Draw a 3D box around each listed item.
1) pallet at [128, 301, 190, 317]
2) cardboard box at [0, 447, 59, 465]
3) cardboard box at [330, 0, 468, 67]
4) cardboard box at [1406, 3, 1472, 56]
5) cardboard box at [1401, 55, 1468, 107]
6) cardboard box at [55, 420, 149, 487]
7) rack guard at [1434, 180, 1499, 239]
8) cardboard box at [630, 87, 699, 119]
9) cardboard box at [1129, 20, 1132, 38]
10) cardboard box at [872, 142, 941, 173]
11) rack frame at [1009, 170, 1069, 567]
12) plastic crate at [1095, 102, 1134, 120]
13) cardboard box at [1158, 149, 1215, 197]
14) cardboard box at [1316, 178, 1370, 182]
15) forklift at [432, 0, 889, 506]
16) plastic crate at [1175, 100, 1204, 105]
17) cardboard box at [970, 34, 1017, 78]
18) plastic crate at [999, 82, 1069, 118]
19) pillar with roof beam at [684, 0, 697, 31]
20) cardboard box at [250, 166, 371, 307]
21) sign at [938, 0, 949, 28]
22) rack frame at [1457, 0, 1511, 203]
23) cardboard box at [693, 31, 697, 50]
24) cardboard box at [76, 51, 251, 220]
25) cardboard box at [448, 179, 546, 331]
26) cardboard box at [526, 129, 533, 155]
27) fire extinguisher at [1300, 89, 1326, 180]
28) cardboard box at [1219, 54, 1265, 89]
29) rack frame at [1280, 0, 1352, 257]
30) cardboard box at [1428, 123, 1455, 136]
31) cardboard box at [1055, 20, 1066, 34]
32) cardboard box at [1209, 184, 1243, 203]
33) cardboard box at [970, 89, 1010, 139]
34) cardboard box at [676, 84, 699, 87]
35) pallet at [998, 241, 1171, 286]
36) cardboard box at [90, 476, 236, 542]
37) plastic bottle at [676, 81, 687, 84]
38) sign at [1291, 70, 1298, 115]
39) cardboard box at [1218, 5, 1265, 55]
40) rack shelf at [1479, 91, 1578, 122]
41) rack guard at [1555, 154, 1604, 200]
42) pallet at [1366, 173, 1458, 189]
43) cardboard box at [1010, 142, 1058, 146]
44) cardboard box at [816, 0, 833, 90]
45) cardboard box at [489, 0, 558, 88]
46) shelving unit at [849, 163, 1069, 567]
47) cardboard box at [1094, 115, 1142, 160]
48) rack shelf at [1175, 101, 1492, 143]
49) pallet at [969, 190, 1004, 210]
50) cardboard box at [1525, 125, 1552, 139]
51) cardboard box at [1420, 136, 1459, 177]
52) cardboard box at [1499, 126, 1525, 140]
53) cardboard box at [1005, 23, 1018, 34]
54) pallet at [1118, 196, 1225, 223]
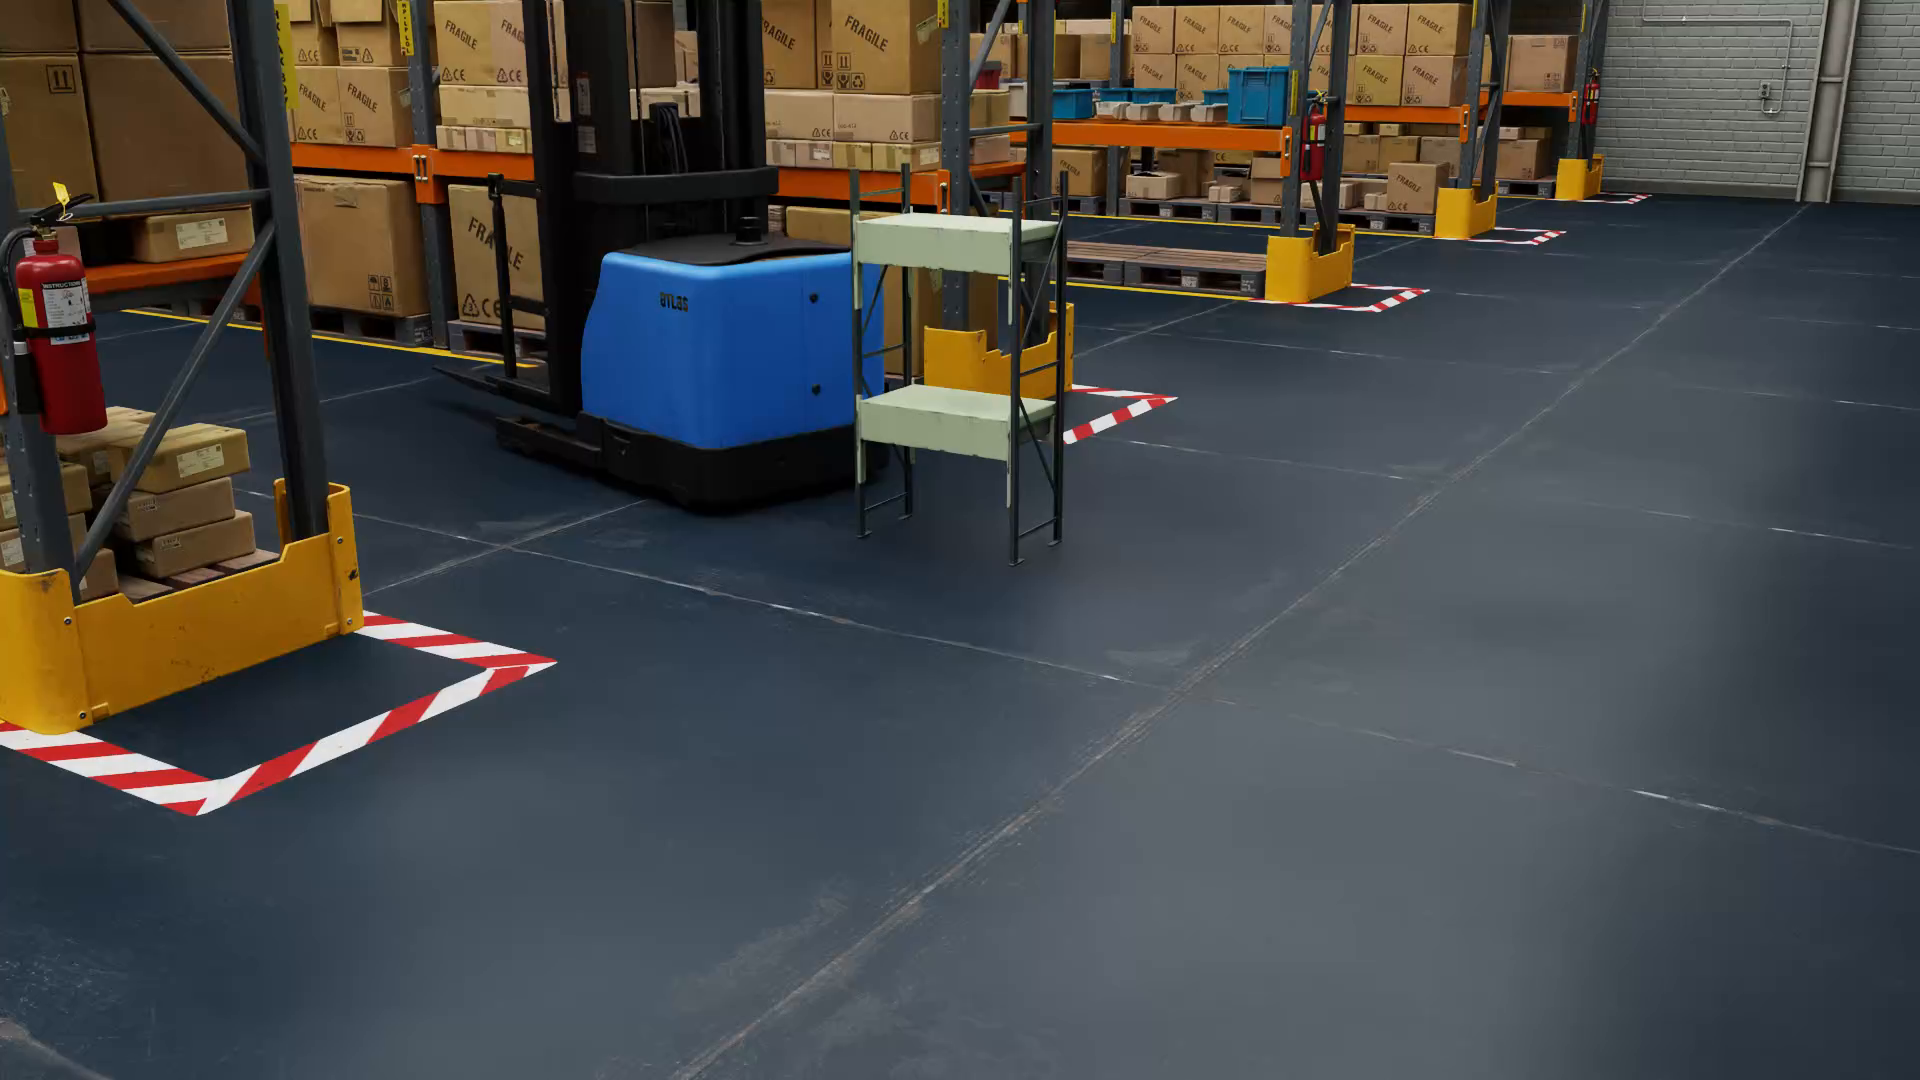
[{"bbox_3d":[-5.971,-1.961,12.975,1.213,0.211,1.003,10,20,30],"label":"pallet"},{"bbox_3d":[-3.236,-0.196,5.525,0.250,0.149,0.380,11,20,31],"label":"cardboard box"},{"bbox_3d":[-3.744,-3.449,11.176,0.637,0.503,0.797,10,19,29],"label":"cardboard box"},{"bbox_3d":[4.878,-5.196,16.934,0.500,0.500,0.500,10,20,30],"label":"cardboard box"},{"bbox_3d":[4.877,-4.719,17.083,0.500,0.500,0.500,11,20,32],"label":"cardboard box"},{"bbox_3d":[-3.035,-0.302,5.873,0.250,0.149,0.380,11,20,31],"label":"cardboard box"},{"bbox_3d":[5.336,-3.486,17.497,0.348,0.500,1.175,10,20,30],"label":"rack guard"},{"bbox_3d":[-1.650,-2.529,9.792,0.500,0.250,0.500,10,20,30],"label":"cardboard box"},{"bbox_3d":[2.750,-7.308,23.769,0.500,0.250,0.500,10,19,29],"label":"cardboard box"},{"bbox_3d":[-0.263,-2.070,8.967,0.250,0.149,0.380,11,20,31],"label":"cardboard box"},{"bbox_3d":[0.306,-0.663,6.483,0.023,1.500,0.400,10,20,30],"label":"rack frame"},{"bbox_3d":[1.264,-3.550,13.759,0.250,0.136,0.298,10,20,30],"label":"plastic crate"},{"bbox_3d":[2.626,-4.277,19.344,0.500,0.500,0.500,10,20,30],"label":"cardboard box"},{"bbox_3d":[4.234,-3.870,18.435,0.500,0.250,0.500,10,20,30],"label":"cardboard box"},{"bbox_3d":[-1.695,-1.905,8.111,1.130,2.935,3.031,-15,22,-40],"label":"forklift"},{"bbox_3d":[1.959,-3.638,14.048,0.298,0.136,0.250,10,20,30],"label":"plastic crate"},{"bbox_3d":[0.454,-5.781,19.857,0.500,0.500,0.700,5,18,16],"label":"cardboard box"},{"bbox_3d":[0.602,-3.747,14.155,0.530,0.282,0.437,10,20,30],"label":"plastic crate"},{"bbox_3d":[-6.848,-10.244,25.121,0.400,9.000,9.100,10,20,30],"label":"pillar with roof beam"},{"bbox_3d":[-4.513,-2.238,12.022,0.875,0.875,1.225,9,19,28],"label":"cardboard box"},{"bbox_3d":[-0.083,-2.753,8.382,0.005,0.325,0.100,10,20,30],"label":"sign"},{"bbox_3d":[5.401,-4.670,17.095,0.127,3.000,1.000,10,20,30],"label":"rack frame"},{"bbox_3d":[-4.095,-8.248,27.806,0.500,0.500,0.500,11,20,32],"label":"cardboard box"},{"bbox_3d":[-2.707,-1.331,5.419,0.500,0.500,0.500,11,20,33],"label":"cardboard box"},{"bbox_3d":[-2.675,-1.890,10.875,0.875,0.875,0.875,10,20,30],"label":"cardboard box"},{"bbox_3d":[-2.444,-2.459,10.247,0.250,0.149,0.380,10,19,29],"label":"cardboard box"},{"bbox_3d":[2.696,-3.093,12.678,0.183,0.674,0.296,10,20,30],"label":"fire extinguisher"},{"bbox_3d":[3.147,-5.028,18.100,0.500,0.500,0.500,10,20,30],"label":"cardboard box"},{"bbox_3d":[2.805,-3.444,13.059,0.127,3.000,1.000,10,20,30],"label":"rack frame"},{"bbox_3d":[6.471,-5.518,22.347,0.250,0.149,0.380,10,20,31],"label":"cardboard box"},{"bbox_3d":[1.449,-7.536,24.521,0.500,0.250,0.500,11,20,31],"label":"cardboard box"},{"bbox_3d":[2.979,-3.887,18.635,0.250,0.166,0.380,10,20,30],"label":"cardboard box"},{"bbox_3d":[-0.055,-2.428,9.459,0.500,0.250,0.500,10,19,29],"label":"cardboard box"},{"bbox_3d":[-1.804,-2.739,10.482,0.500,0.250,0.500,11,20,31],"label":"cardboard box"},{"bbox_3d":[1.087,-2.431,14.520,1.213,0.211,1.003,10,20,30],"label":"pallet"},{"bbox_3d":[-2.781,-0.127,5.809,0.250,0.149,0.380,11,20,32],"label":"cardboard box"},{"bbox_3d":[-2.630,-4.245,15.908,0.135,0.276,0.152,10,20,30],"label":"plastic bottle"},{"bbox_3d":[2.531,-3.383,12.578,0.005,0.325,0.100,10,20,30],"label":"sign"},{"bbox_3d":[3.124,-5.507,17.957,0.500,0.500,0.500,9,19,28],"label":"cardboard box"},{"bbox_3d":[6.286,-5.858,22.242,4.000,0.370,1.077,10,20,30],"label":"rack shelf"},{"bbox_3d":[8.010,-4.698,21.487,0.348,0.500,1.175,10,20,30],"label":"rack guard"},{"bbox_3d":[6.232,-4.852,22.490,1.213,0.211,1.003,10,20,30],"label":"pallet"},{"bbox_3d":[0.855,-4.938,20.230,0.500,0.250,0.500,10,20,30],"label":"cardboard box"},{"bbox_3d":[-0.481,-2.863,9.601,0.500,0.500,0.500,10,19,29],"label":"cardboard box"},{"bbox_3d":[-2.505,-3.042,10.192,0.500,0.500,0.500,10,20,30],"label":"cardboard box"},{"bbox_3d":[-0.006,-0.719,6.667,0.755,1.500,0.431,10,20,30],"label":"shelving unit"},{"bbox_3d":[2.474,-6.008,24.475,0.750,0.750,0.750,10,20,30],"label":"cardboard box"},{"bbox_3d":[3.696,-4.630,18.201,4.000,0.370,1.077,10,20,30],"label":"rack shelf"},{"bbox_3d":[0.236,-4.244,20.490,1.213,0.211,1.003,10,20,30],"label":"pallet"},{"bbox_3d":[7.552,-5.325,21.714,0.250,0.149,0.380,10,20,30],"label":"cardboard box"},{"bbox_3d":[6.486,-5.137,22.209,0.500,0.500,0.700,9,19,28],"label":"cardboard box"},{"bbox_3d":[7.136,-5.269,21.529,0.250,0.149,0.380,10,19,29],"label":"cardboard box"},{"bbox_3d":[0.863,-7.728,25.118,0.250,0.149,0.380,7,18,23],"label":"cardboard box"},{"bbox_3d":[2.577,-3.840,19.159,1.213,0.211,1.003,10,20,30],"label":"pallet"}]
